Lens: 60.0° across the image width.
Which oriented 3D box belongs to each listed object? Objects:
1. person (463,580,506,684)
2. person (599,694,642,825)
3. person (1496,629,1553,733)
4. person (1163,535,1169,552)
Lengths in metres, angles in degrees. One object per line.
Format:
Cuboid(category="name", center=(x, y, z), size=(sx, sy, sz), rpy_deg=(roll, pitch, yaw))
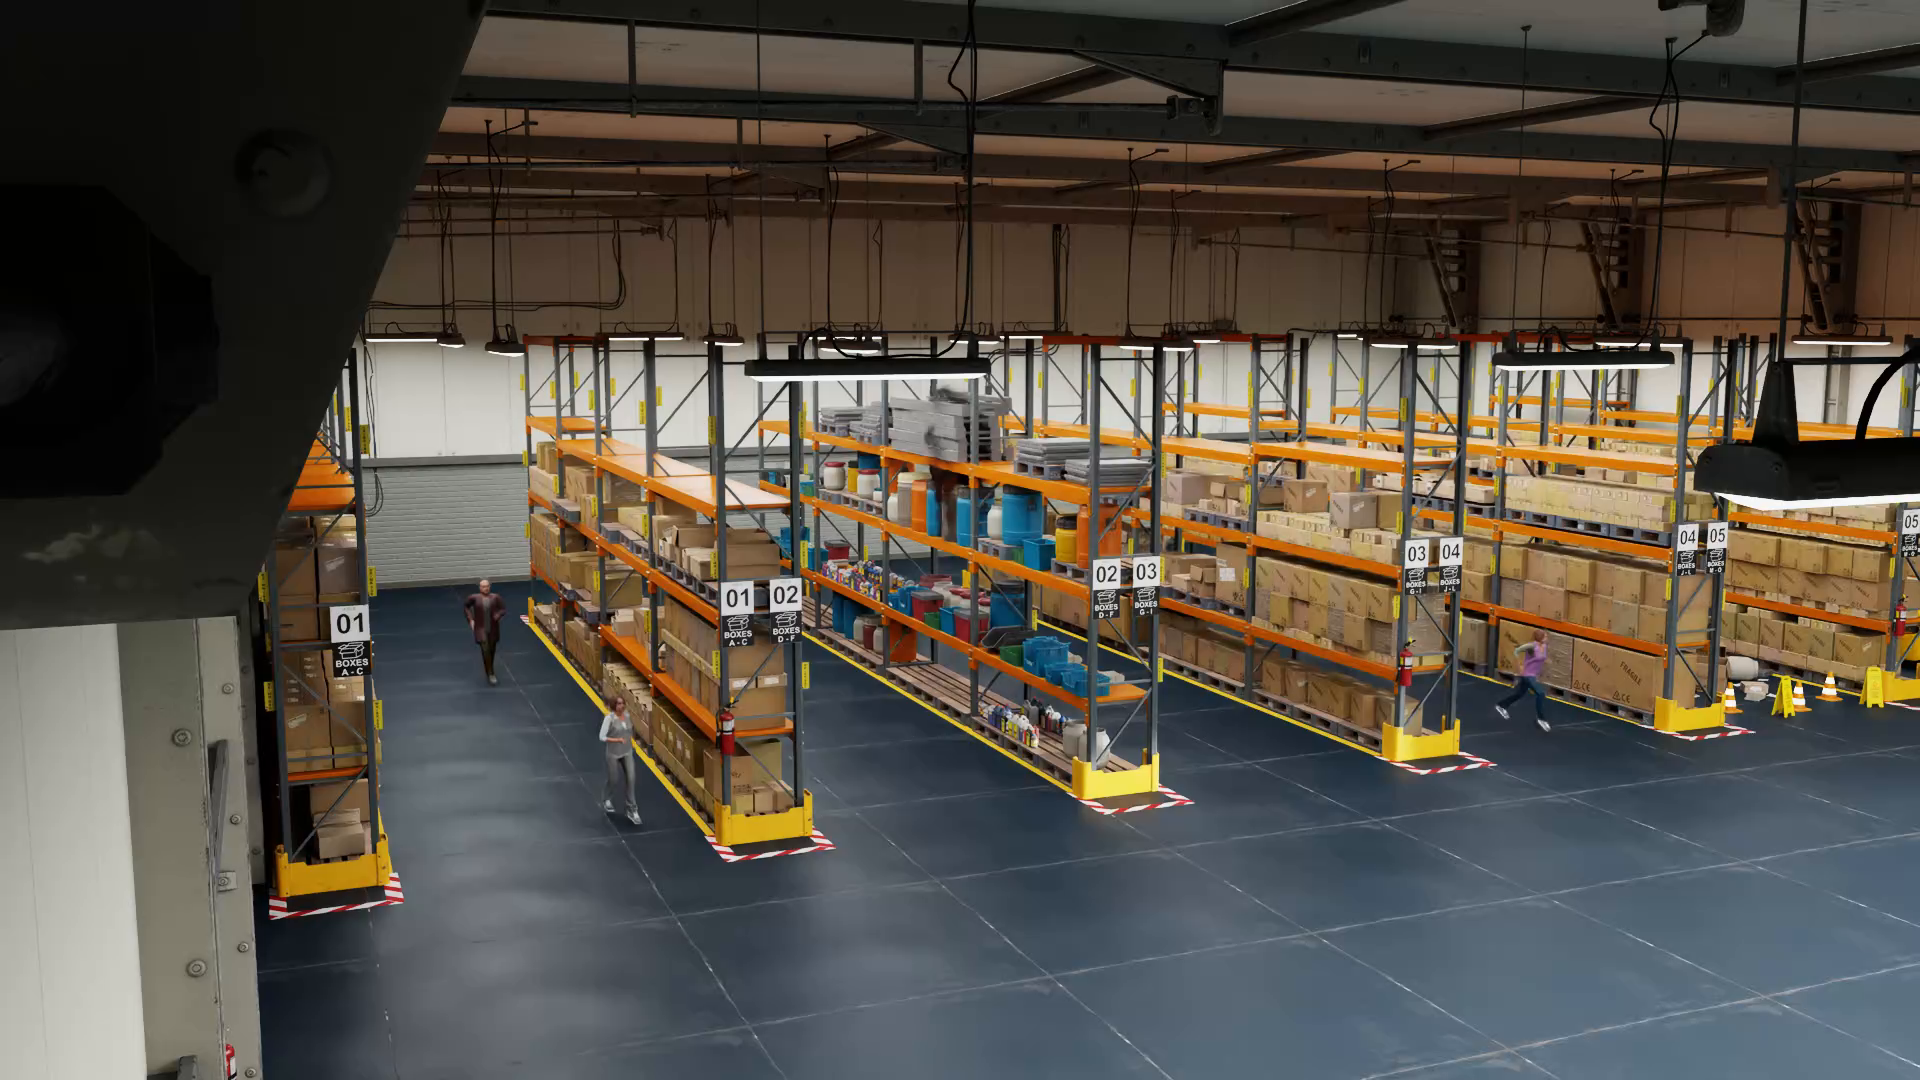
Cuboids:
Cuboid(category="person", center=(-8.311, 1.572, 29.148), size=(0.716, 1.783, 0.962), rpy_deg=(-3, 8, -24))
Cuboid(category="person", center=(-4.332, 2.742, 21.023), size=(0.533, 1.613, 0.816), rpy_deg=(-6, 10, -37))
Cuboid(category="person", center=(8.785, 2.132, 25.827), size=(0.940, 1.595, 0.538), rpy_deg=(7, 10, 43))
Cuboid(category="person", center=(5.097, -0.118, 42.247), size=(0.660, 1.677, 0.595), rpy_deg=(4, 9, 28))
